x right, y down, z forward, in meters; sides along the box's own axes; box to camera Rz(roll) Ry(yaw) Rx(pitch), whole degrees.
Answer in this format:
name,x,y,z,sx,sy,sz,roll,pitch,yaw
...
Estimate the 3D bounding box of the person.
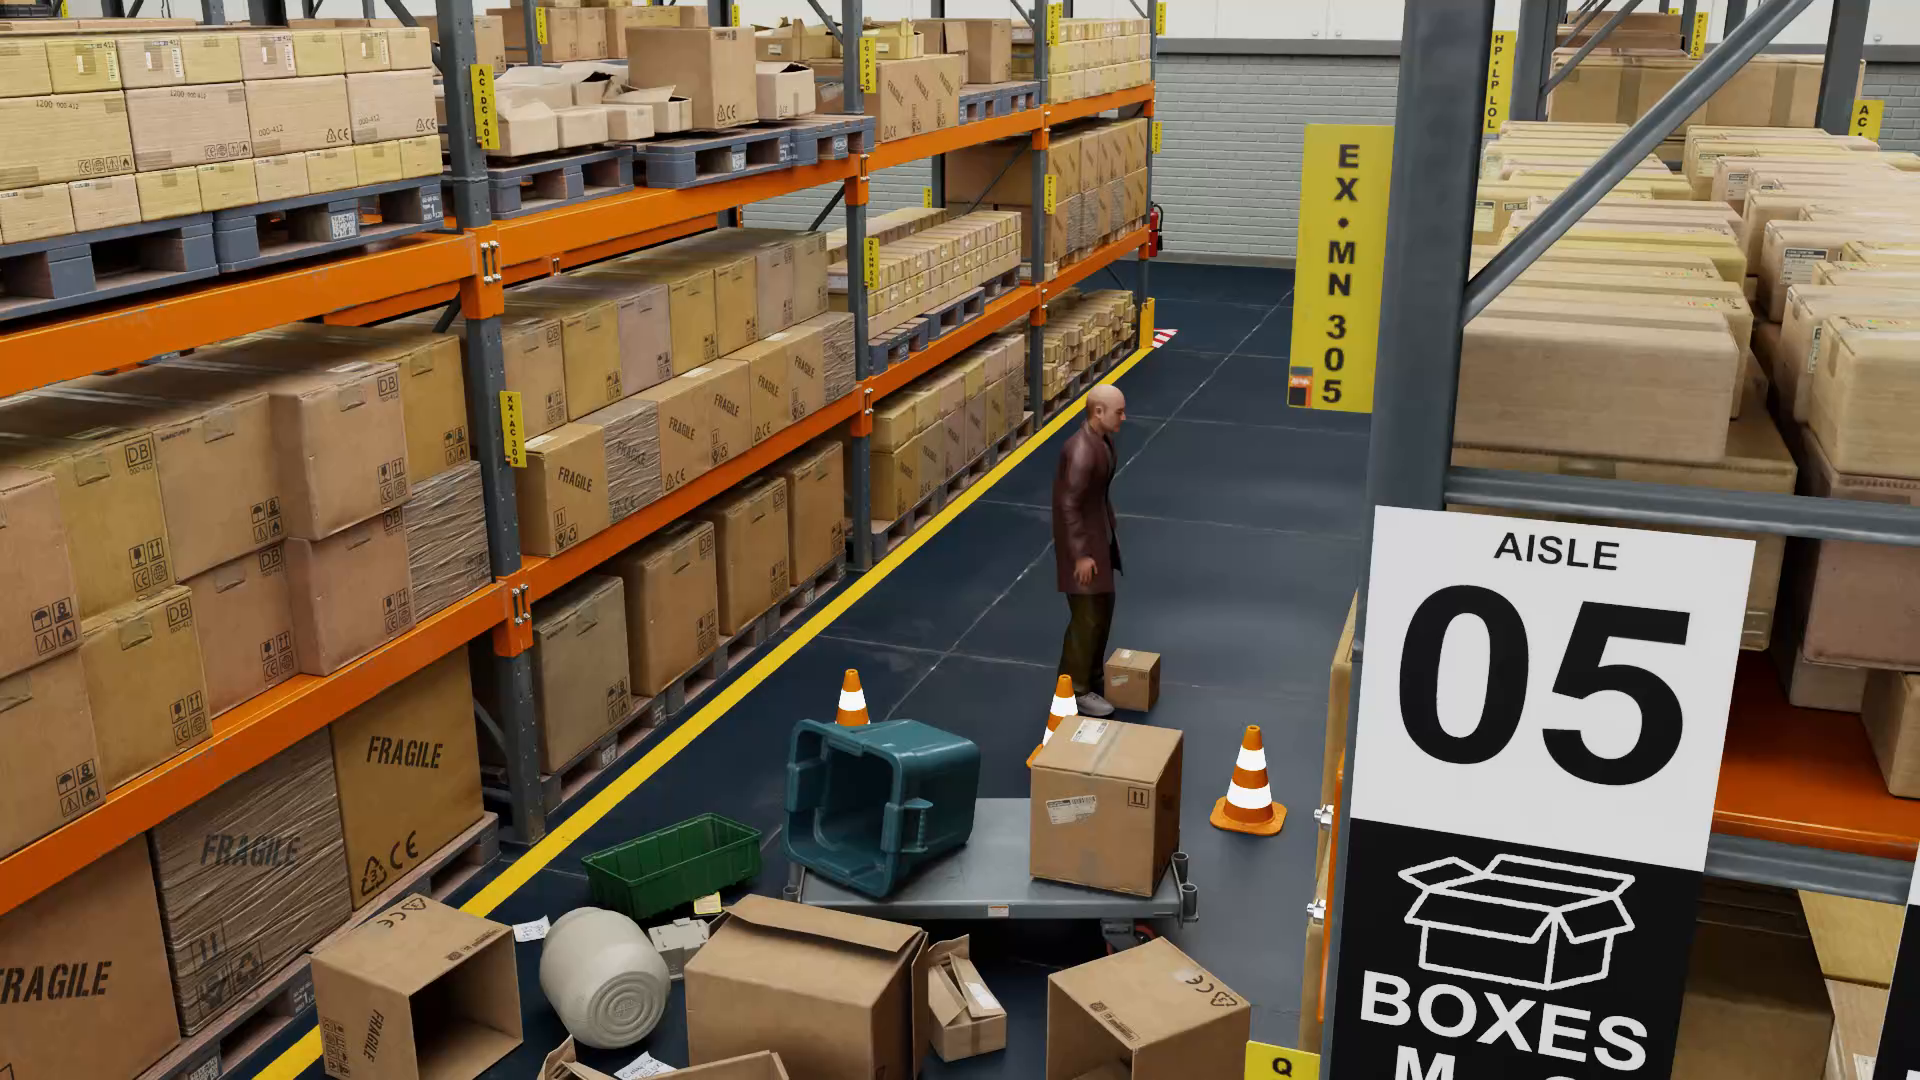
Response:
name,x,y,z,sx,sy,sz,roll,pitch,yaw
person,0.713,0.027,9.003,0.427,1.774,0.644,6,19,19
